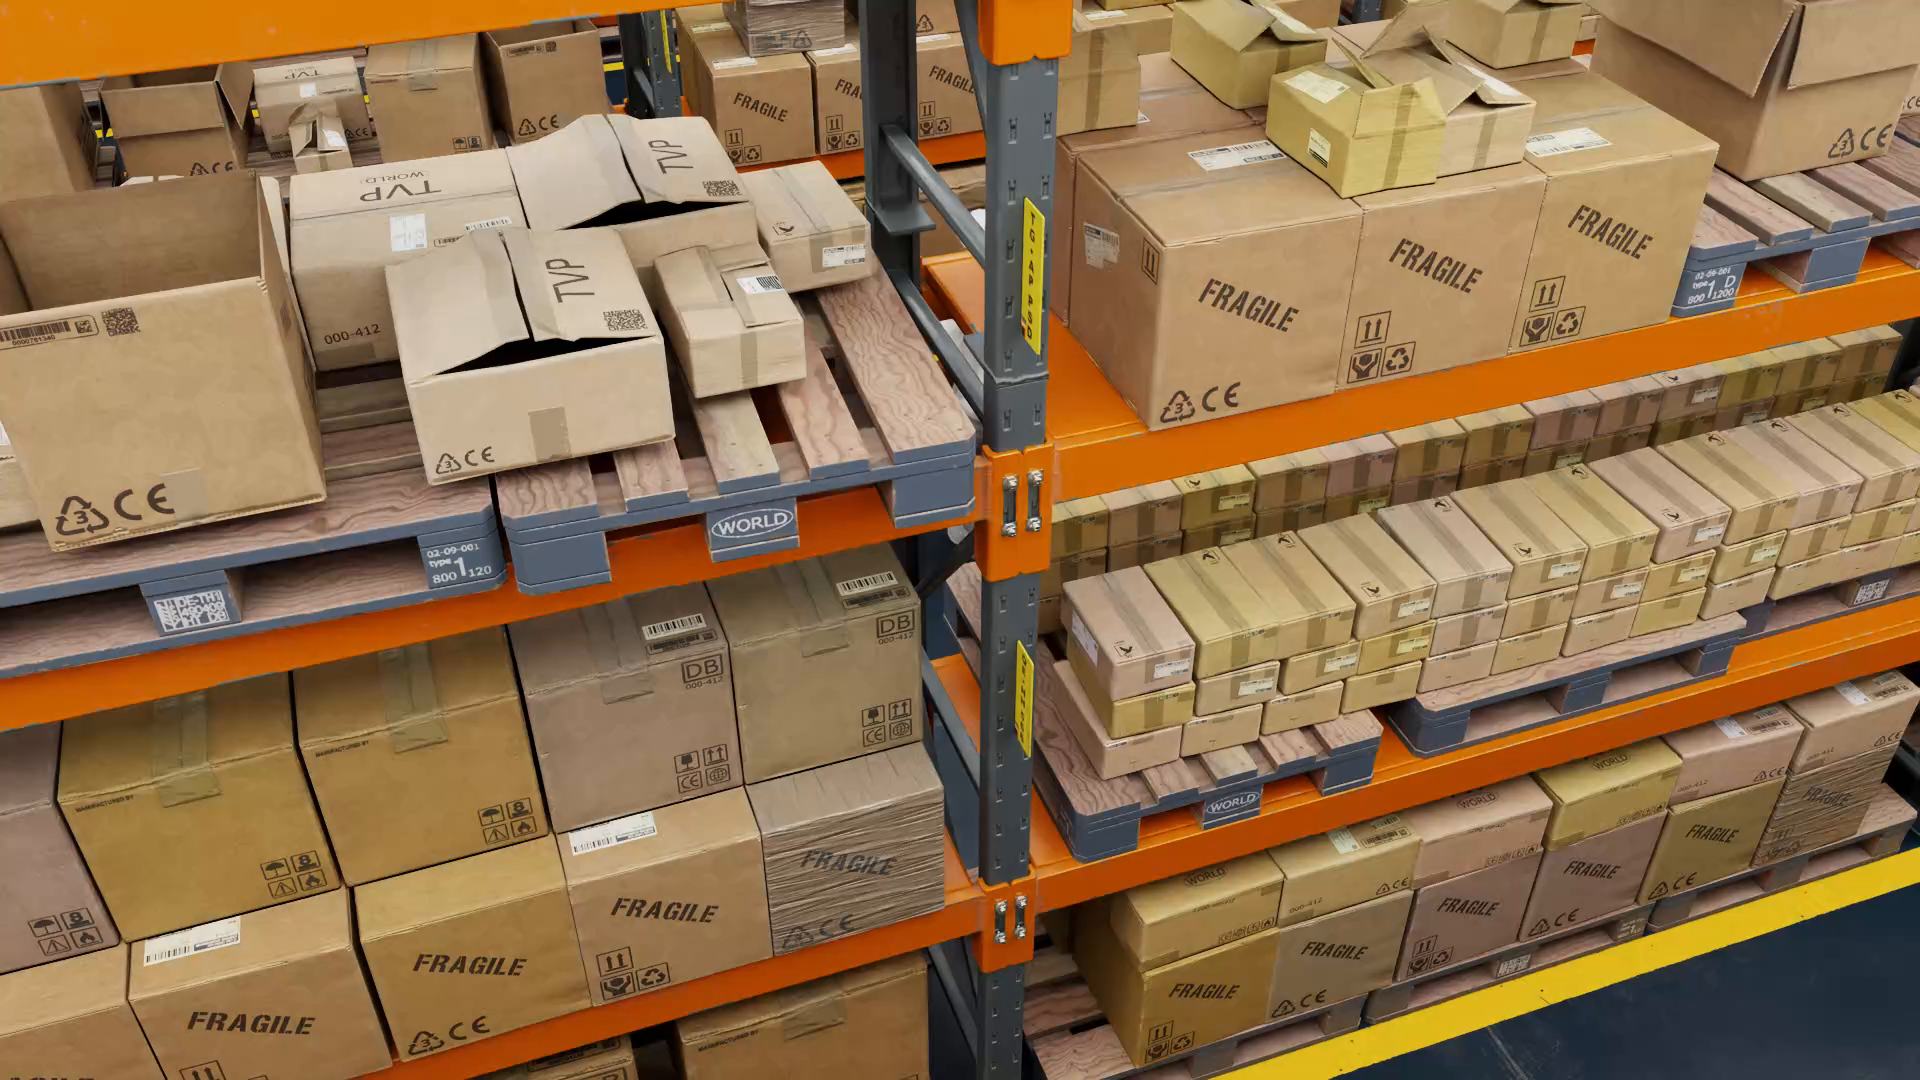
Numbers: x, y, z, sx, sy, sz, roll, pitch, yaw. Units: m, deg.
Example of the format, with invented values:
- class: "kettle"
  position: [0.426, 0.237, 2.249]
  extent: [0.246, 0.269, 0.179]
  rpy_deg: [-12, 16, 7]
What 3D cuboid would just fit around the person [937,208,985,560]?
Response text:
- class: "person"
  position: [0.153, -0.692, 7.672]
  extent: [0.626, 1.759, 0.463]
  rpy_deg: [-14, 40, -18]
